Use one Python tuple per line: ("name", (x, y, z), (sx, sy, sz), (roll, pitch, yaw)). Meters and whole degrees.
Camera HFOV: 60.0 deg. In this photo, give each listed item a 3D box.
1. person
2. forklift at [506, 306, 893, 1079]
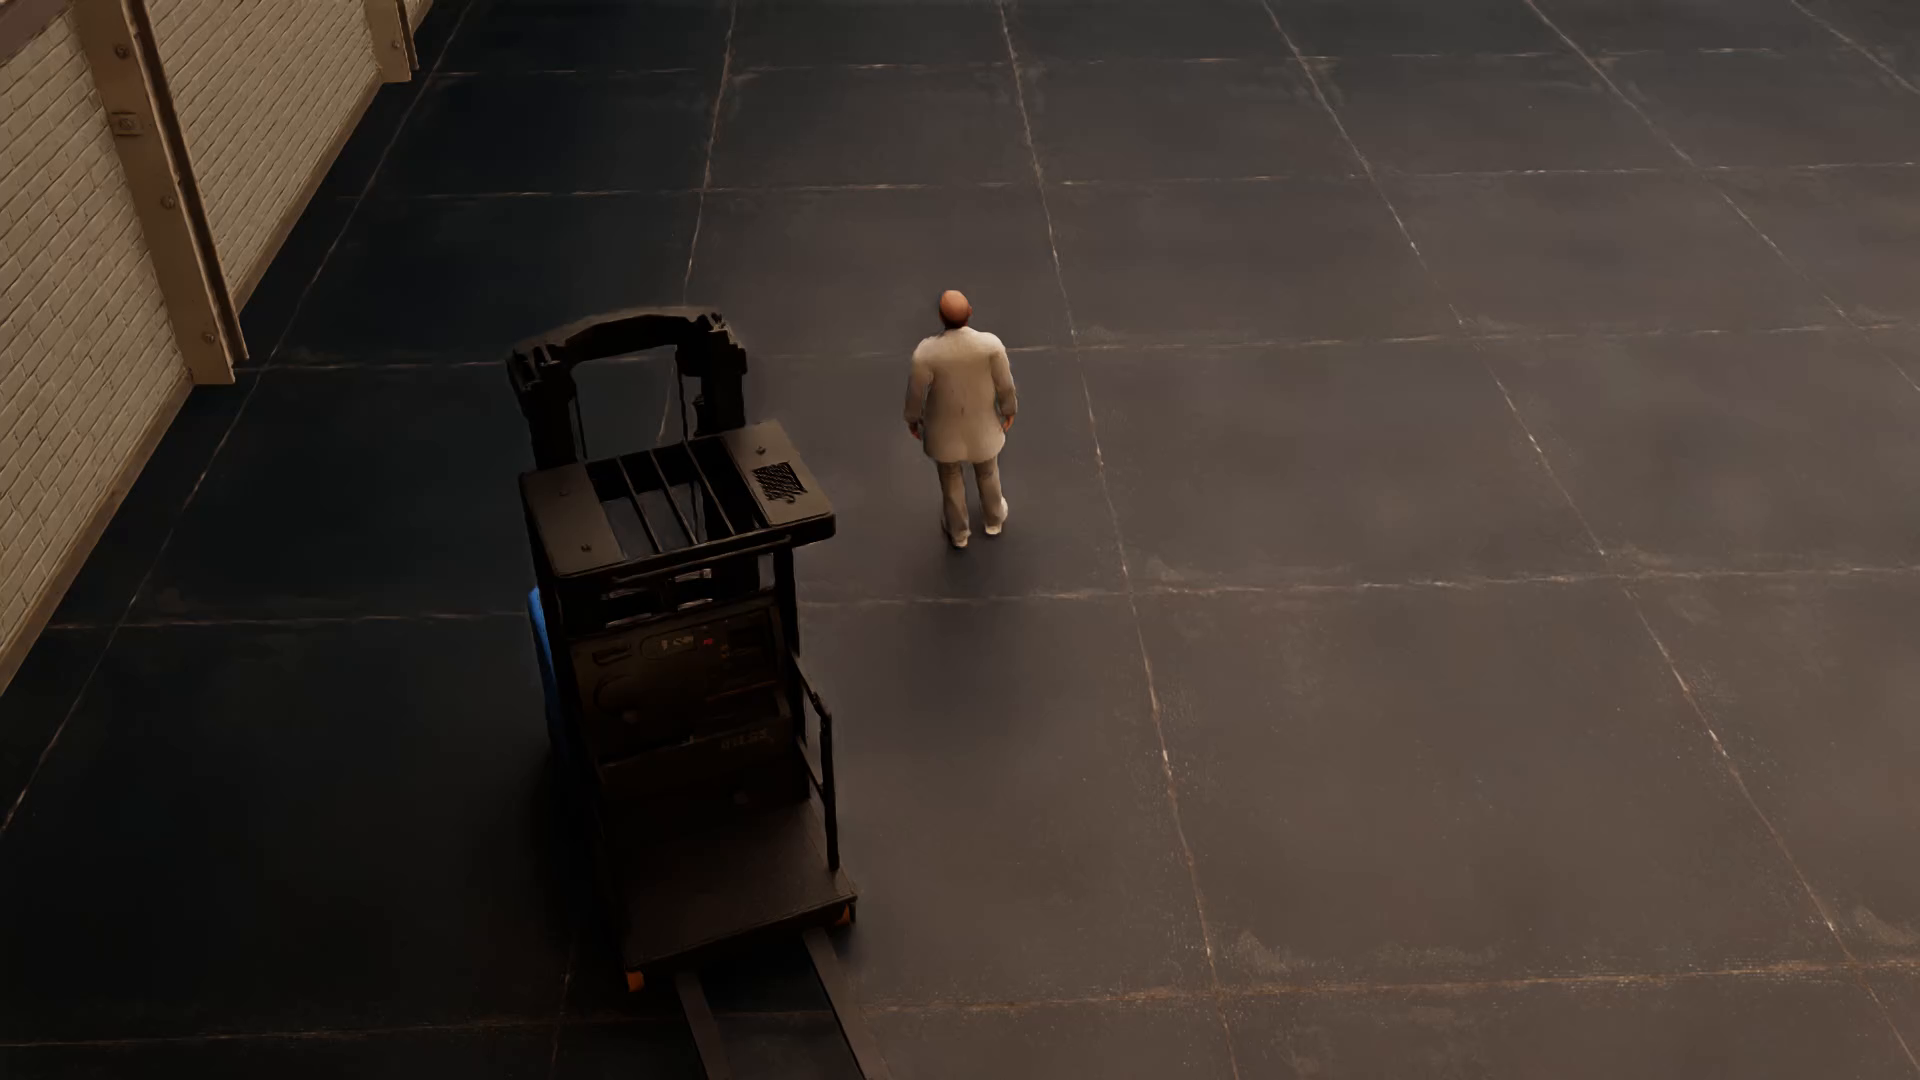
("person", (0.000, -0.778, 10.046), (0.694, 1.776, 0.579), (-2, 36, -2))
("forklift", (-1.150, 0.604, 7.182), (1.130, 2.935, 3.031), (-14, 38, -18))
